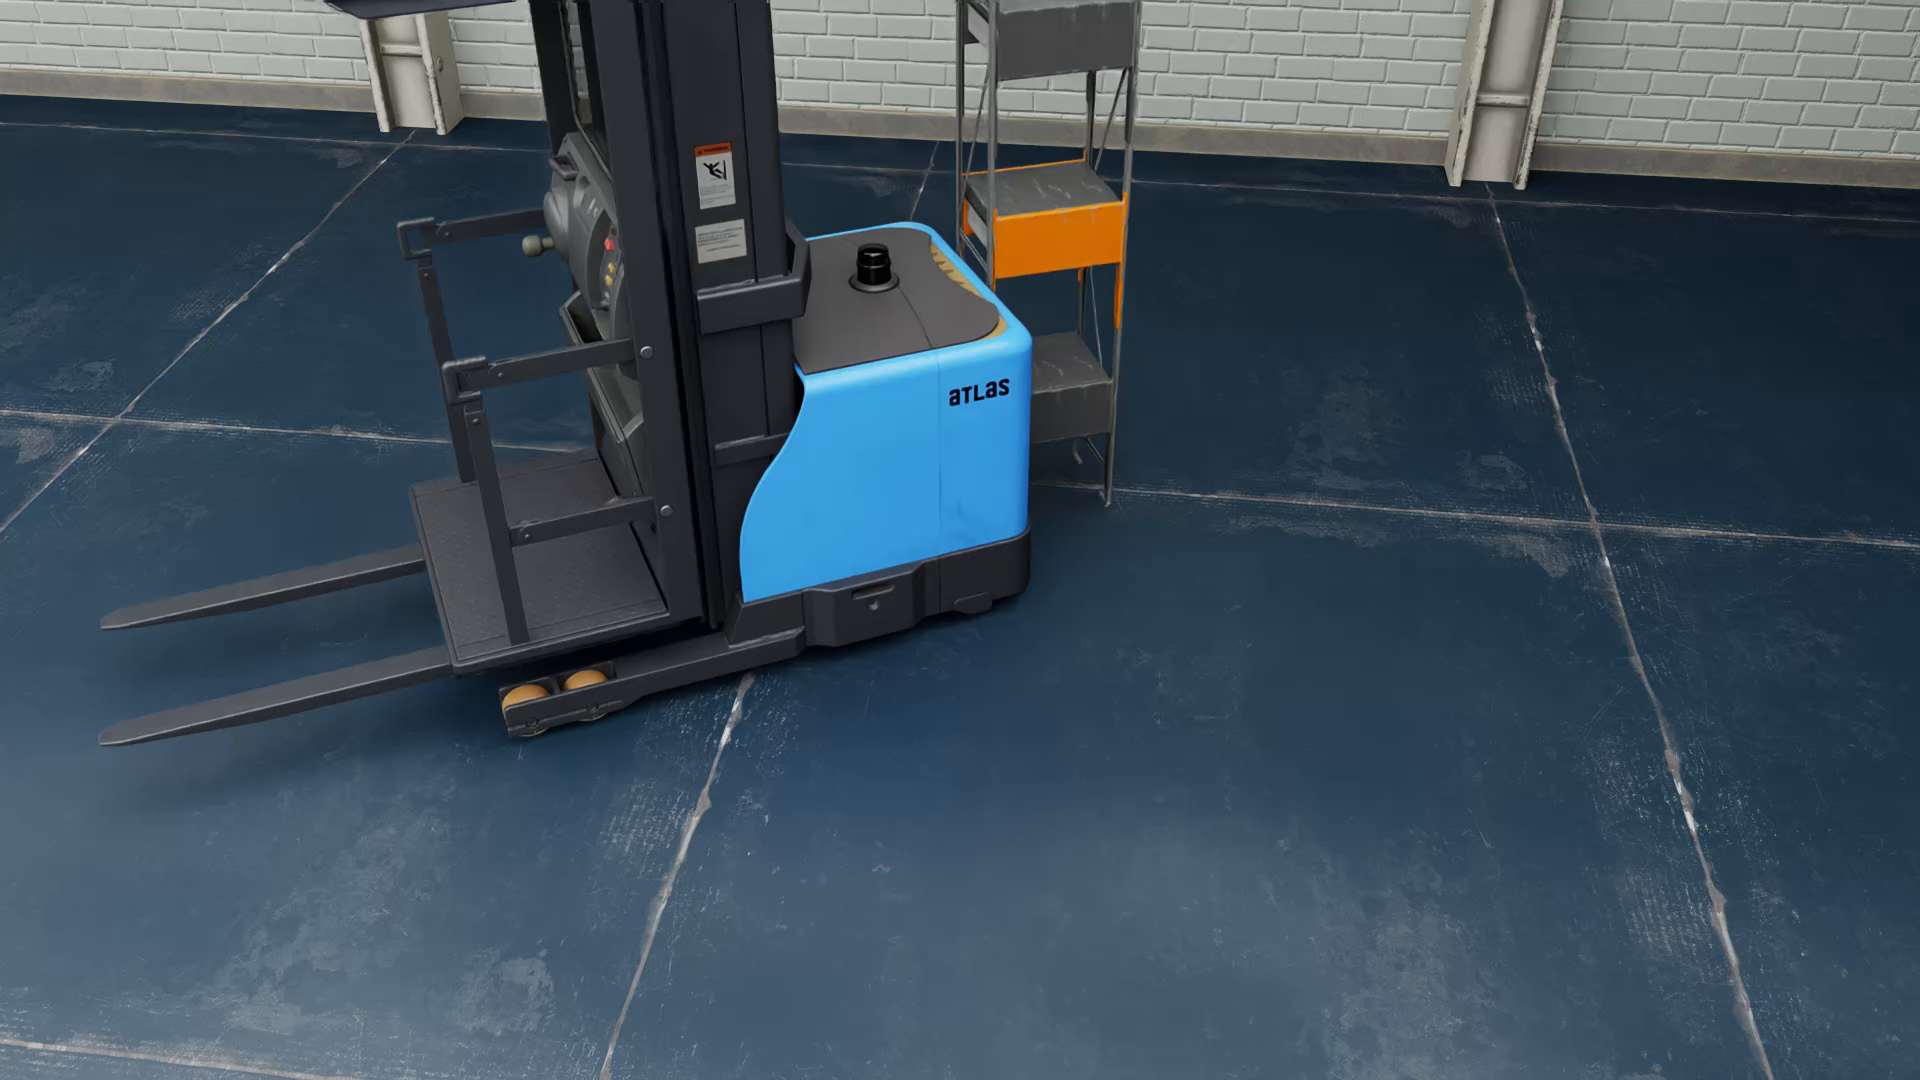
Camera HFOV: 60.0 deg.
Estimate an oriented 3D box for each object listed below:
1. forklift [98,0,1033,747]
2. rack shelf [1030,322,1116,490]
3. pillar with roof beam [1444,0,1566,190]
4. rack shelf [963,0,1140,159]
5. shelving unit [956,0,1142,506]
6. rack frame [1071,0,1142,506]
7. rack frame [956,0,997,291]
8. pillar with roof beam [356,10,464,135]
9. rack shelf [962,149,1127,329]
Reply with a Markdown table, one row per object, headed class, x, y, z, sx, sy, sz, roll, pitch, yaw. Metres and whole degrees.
| class | x | y | z | sx | sy | sz | roll | pitch | yaw |
| --- | --- | --- | --- | --- | --- | --- | --- | --- | --- |
| forklift | -1.318 | -0.909 | 5.000 | 3.031 | 2.935 | 1.130 | -13 | 38 | -18 |
| rack shelf | 0.284 | -0.476 | 6.338 | 0.480 | 0.518 | 0.431 | -10 | 37 | -14 |
| pillar with roof beam | 2.293 | -3.155 | 2.924 | 0.400 | 9.000 | 9.100 | 4 | 36 | 6 |
| rack shelf | 0.284 | -1.615 | 5.524 | 0.480 | 0.518 | 0.431 | -10 | 37 | -14 |
| shelving unit | 0.284 | -1.057 | 5.923 | 0.503 | 2.100 | 0.431 | -10 | 37 | -14 |
| rack frame | 0.517 | -1.098 | 5.981 | 0.015 | 2.100 | 0.400 | -10 | 37 | -14 |
| rack frame | 0.050 | -1.015 | 5.865 | 0.015 | 2.100 | 0.400 | -10 | 37 | -14 |
| pillar with roof beam | -3.658 | -3.599 | 3.546 | 0.400 | 9.000 | 9.100 | 4 | 36 | 6 |
| rack shelf | 0.284 | -1.046 | 5.931 | 0.480 | 0.518 | 0.431 | -10 | 37 | -14 |
